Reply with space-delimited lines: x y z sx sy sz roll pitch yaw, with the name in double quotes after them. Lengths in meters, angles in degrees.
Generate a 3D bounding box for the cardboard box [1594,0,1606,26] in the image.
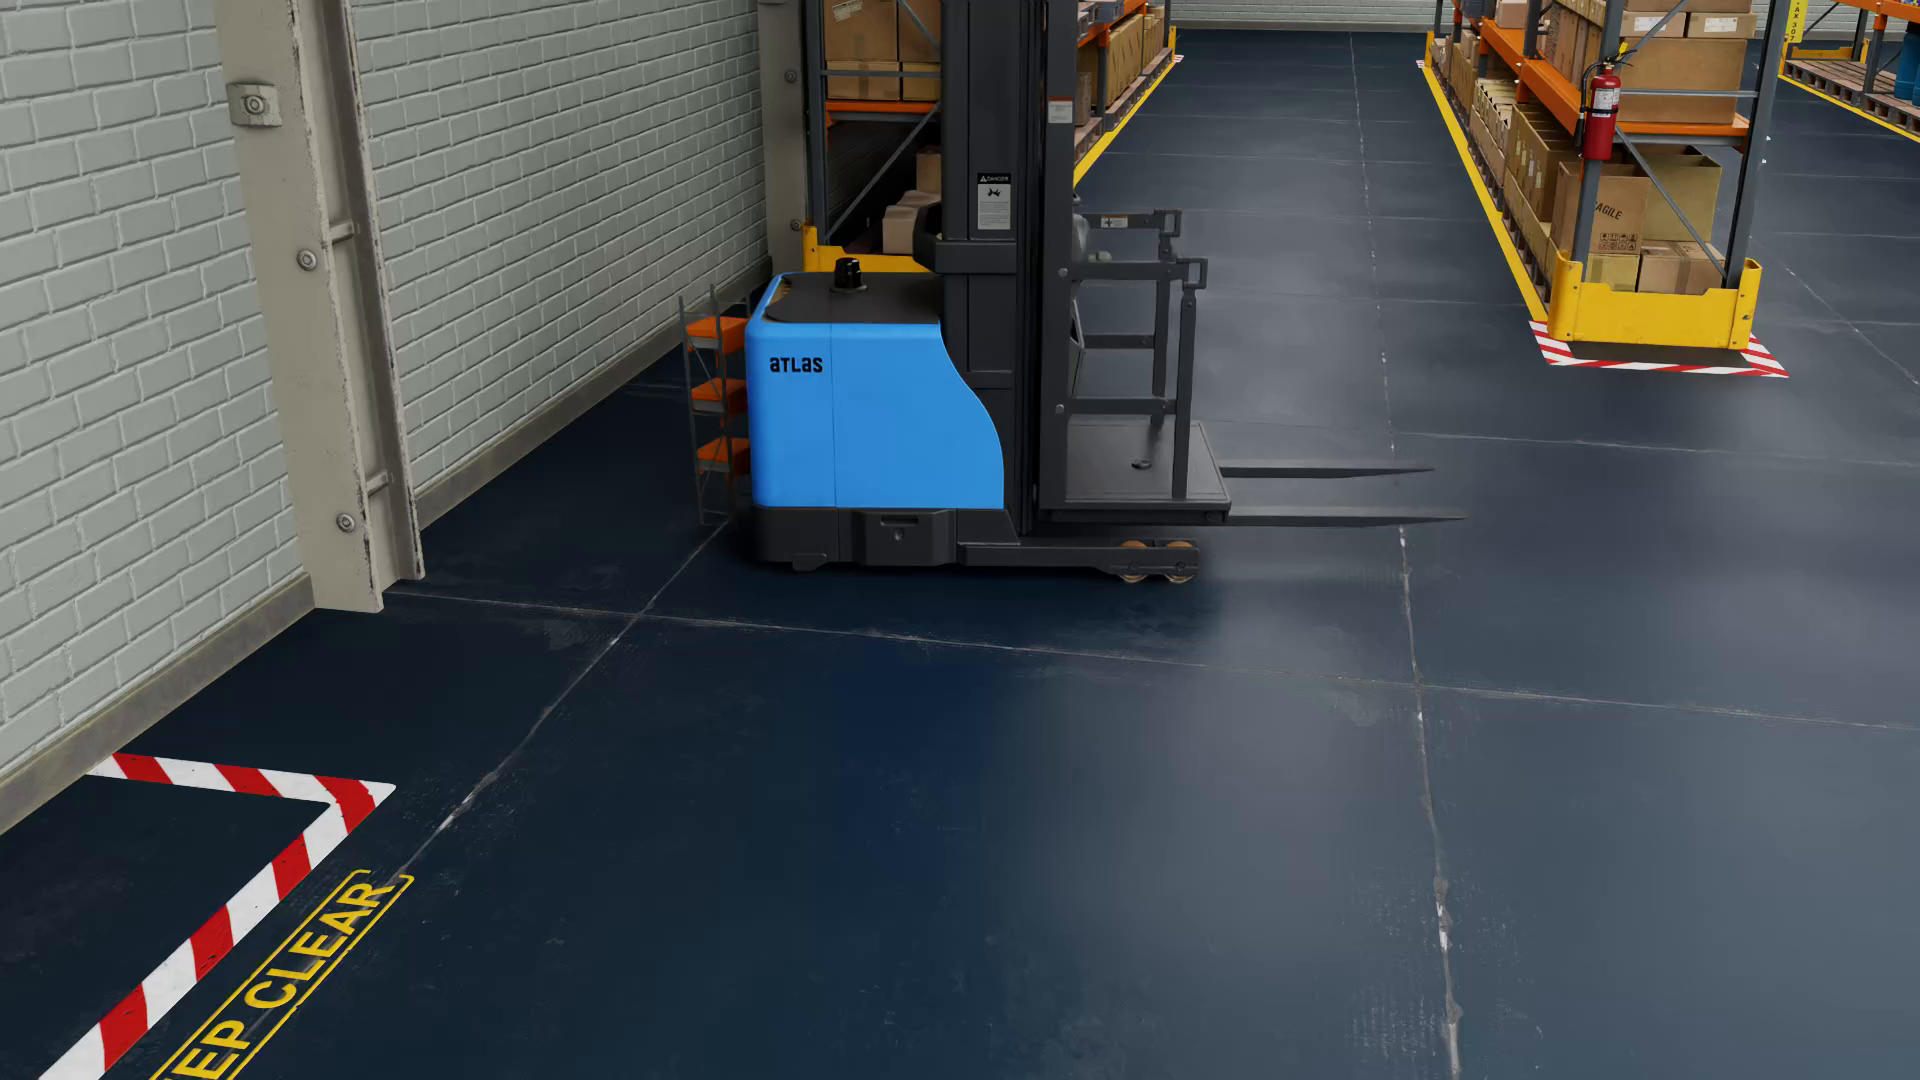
4.393 -3.463 10.935 0.380 0.149 0.250 5 22 12 "cardboard box"

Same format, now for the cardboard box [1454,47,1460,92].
6.357 -5.759 20.396 0.500 0.500 0.500 5 22 12 "cardboard box"

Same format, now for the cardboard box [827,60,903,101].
-0.601 -3.182 11.414 0.500 0.250 0.500 5 22 12 "cardboard box"

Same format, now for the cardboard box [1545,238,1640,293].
4.164 -1.819 10.972 0.500 0.250 0.500 4 22 11 "cardboard box"

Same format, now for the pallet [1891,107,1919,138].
11.196 -4.670 18.667 1.003 0.211 1.213 4 22 11 "pallet"

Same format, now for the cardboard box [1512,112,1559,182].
4.664 -3.081 13.104 0.500 0.500 0.500 4 22 11 "cardboard box"

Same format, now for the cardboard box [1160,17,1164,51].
2.713 -7.680 25.192 0.700 0.500 0.500 4 22 11 "cardboard box"

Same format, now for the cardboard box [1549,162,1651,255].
4.162 -2.167 10.832 0.500 0.500 0.500 4 22 11 "cardboard box"

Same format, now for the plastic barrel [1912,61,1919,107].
11.368 -5.455 19.130 0.600 0.901 0.708 4 22 11 "plastic barrel"

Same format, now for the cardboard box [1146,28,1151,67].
2.301 -6.930 23.329 0.700 0.500 0.500 4 22 10 "cardboard box"

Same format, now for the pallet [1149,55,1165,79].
2.421 -6.872 24.133 1.003 0.211 1.213 4 22 11 "pallet"

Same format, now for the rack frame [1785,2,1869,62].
12.457 -8.153 23.582 1.000 3.000 0.127 4 22 11 "rack frame"

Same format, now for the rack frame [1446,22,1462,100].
6.792 -7.069 20.891 1.000 3.000 0.127 4 22 11 "rack frame"

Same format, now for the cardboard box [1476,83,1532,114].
5.483 -4.424 16.691 0.500 0.311 0.500 4 22 10 "cardboard box"

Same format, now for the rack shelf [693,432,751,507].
-1.040 -0.319 7.502 0.215 0.259 0.240 8 23 24 "rack shelf"

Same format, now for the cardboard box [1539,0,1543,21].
5.542 -4.845 15.235 0.500 0.500 0.500 4 22 11 "cardboard box"

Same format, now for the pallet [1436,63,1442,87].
7.180 -6.474 23.147 1.003 0.211 1.213 4 22 11 "pallet"

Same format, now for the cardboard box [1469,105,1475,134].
5.582 -4.356 17.274 0.500 0.250 0.500 4 22 11 "cardboard box"

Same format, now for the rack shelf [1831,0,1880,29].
12.049 -7.088 21.901 1.077 0.370 4.000 4 22 11 "rack shelf"

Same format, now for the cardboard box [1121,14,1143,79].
1.937 -6.395 21.534 0.750 0.750 0.750 5 22 12 "cardboard box"

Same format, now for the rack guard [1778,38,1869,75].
12.449 -7.003 24.074 1.175 0.500 0.348 4 22 11 "rack guard"

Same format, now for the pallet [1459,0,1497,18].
6.046 -5.771 17.923 1.213 0.211 1.003 4 22 11 "pallet"

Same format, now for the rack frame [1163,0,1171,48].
2.758 -8.908 25.458 1.000 3.000 0.127 4 22 11 "rack frame"

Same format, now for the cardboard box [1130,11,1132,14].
2.286 -7.578 24.070 0.380 0.149 0.250 5 22 11 "cardboard box"

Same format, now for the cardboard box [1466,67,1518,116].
5.937 -5.011 18.537 0.500 0.500 0.500 5 23 13 "cardboard box"

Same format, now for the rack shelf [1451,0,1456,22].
7.200 -7.467 22.842 1.077 0.370 4.000 4 22 11 "rack shelf"

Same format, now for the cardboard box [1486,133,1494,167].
5.170 -3.608 15.417 0.500 0.250 0.500 5 22 12 "cardboard box"

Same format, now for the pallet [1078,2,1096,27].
0.762 -5.166 16.423 1.003 0.211 1.213 4 22 11 "pallet"

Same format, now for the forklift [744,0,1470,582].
0.642 -1.386 6.872 3.031 2.935 1.130 0 22 1 "forklift"

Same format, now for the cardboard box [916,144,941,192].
0.038 -2.820 13.099 0.700 0.500 0.500 3 22 8 "cardboard box"

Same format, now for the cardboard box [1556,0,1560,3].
4.813 -4.221 12.816 0.380 0.149 0.250 4 22 10 "cardboard box"

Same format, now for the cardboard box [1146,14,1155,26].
2.550 -7.350 23.503 0.380 0.149 0.250 4 22 9 "cardboard box"

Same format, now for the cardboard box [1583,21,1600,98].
4.661 -3.270 11.324 0.700 0.500 0.500 5 22 11 "cardboard box"

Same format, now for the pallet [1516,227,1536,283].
4.710 -2.115 12.322 1.003 0.211 1.213 4 22 11 "pallet"

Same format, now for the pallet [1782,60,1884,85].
12.251 -6.561 23.362 1.003 0.211 1.213 4 22 11 "pallet"

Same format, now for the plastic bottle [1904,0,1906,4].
11.095 -6.401 19.404 0.097 0.271 0.097 0 22 0 "plastic bottle"

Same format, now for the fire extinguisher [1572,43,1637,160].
3.865 -2.637 9.989 0.296 0.674 0.183 4 22 11 "fire extinguisher"

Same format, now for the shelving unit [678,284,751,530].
-1.049 -0.588 7.398 0.215 1.050 0.252 8 23 24 "shelving unit"

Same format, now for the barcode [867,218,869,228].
-0.665 -2.301 12.050 0.001 0.075 0.075 4 22 11 "barcode"

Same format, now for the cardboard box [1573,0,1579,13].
4.603 -3.840 11.872 0.380 0.149 0.250 4 22 10 "cardboard box"

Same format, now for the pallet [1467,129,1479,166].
5.770 -4.015 17.039 1.003 0.211 1.213 4 22 11 "pallet"

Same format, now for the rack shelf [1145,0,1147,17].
2.350 -7.843 23.776 1.077 0.370 4.000 4 22 11 "rack shelf"

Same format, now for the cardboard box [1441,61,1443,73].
6.649 -6.323 22.264 0.380 0.149 0.250 4 22 11 "cardboard box"

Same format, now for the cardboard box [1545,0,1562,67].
5.075 -4.027 13.204 0.700 0.500 0.500 4 22 10 "cardboard box"

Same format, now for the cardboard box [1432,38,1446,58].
7.118 -7.101 24.061 0.500 0.250 0.500 4 22 11 "cardboard box"

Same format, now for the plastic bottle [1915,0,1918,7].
11.008 -6.212 19.030 0.097 0.201 0.097 0 22 0 "plastic bottle"

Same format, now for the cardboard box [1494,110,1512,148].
5.062 -3.684 14.852 0.500 0.311 0.500 5 22 12 "cardboard box"

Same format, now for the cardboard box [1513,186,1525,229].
4.554 -2.551 12.792 0.500 0.250 0.500 4 22 11 "cardboard box"
